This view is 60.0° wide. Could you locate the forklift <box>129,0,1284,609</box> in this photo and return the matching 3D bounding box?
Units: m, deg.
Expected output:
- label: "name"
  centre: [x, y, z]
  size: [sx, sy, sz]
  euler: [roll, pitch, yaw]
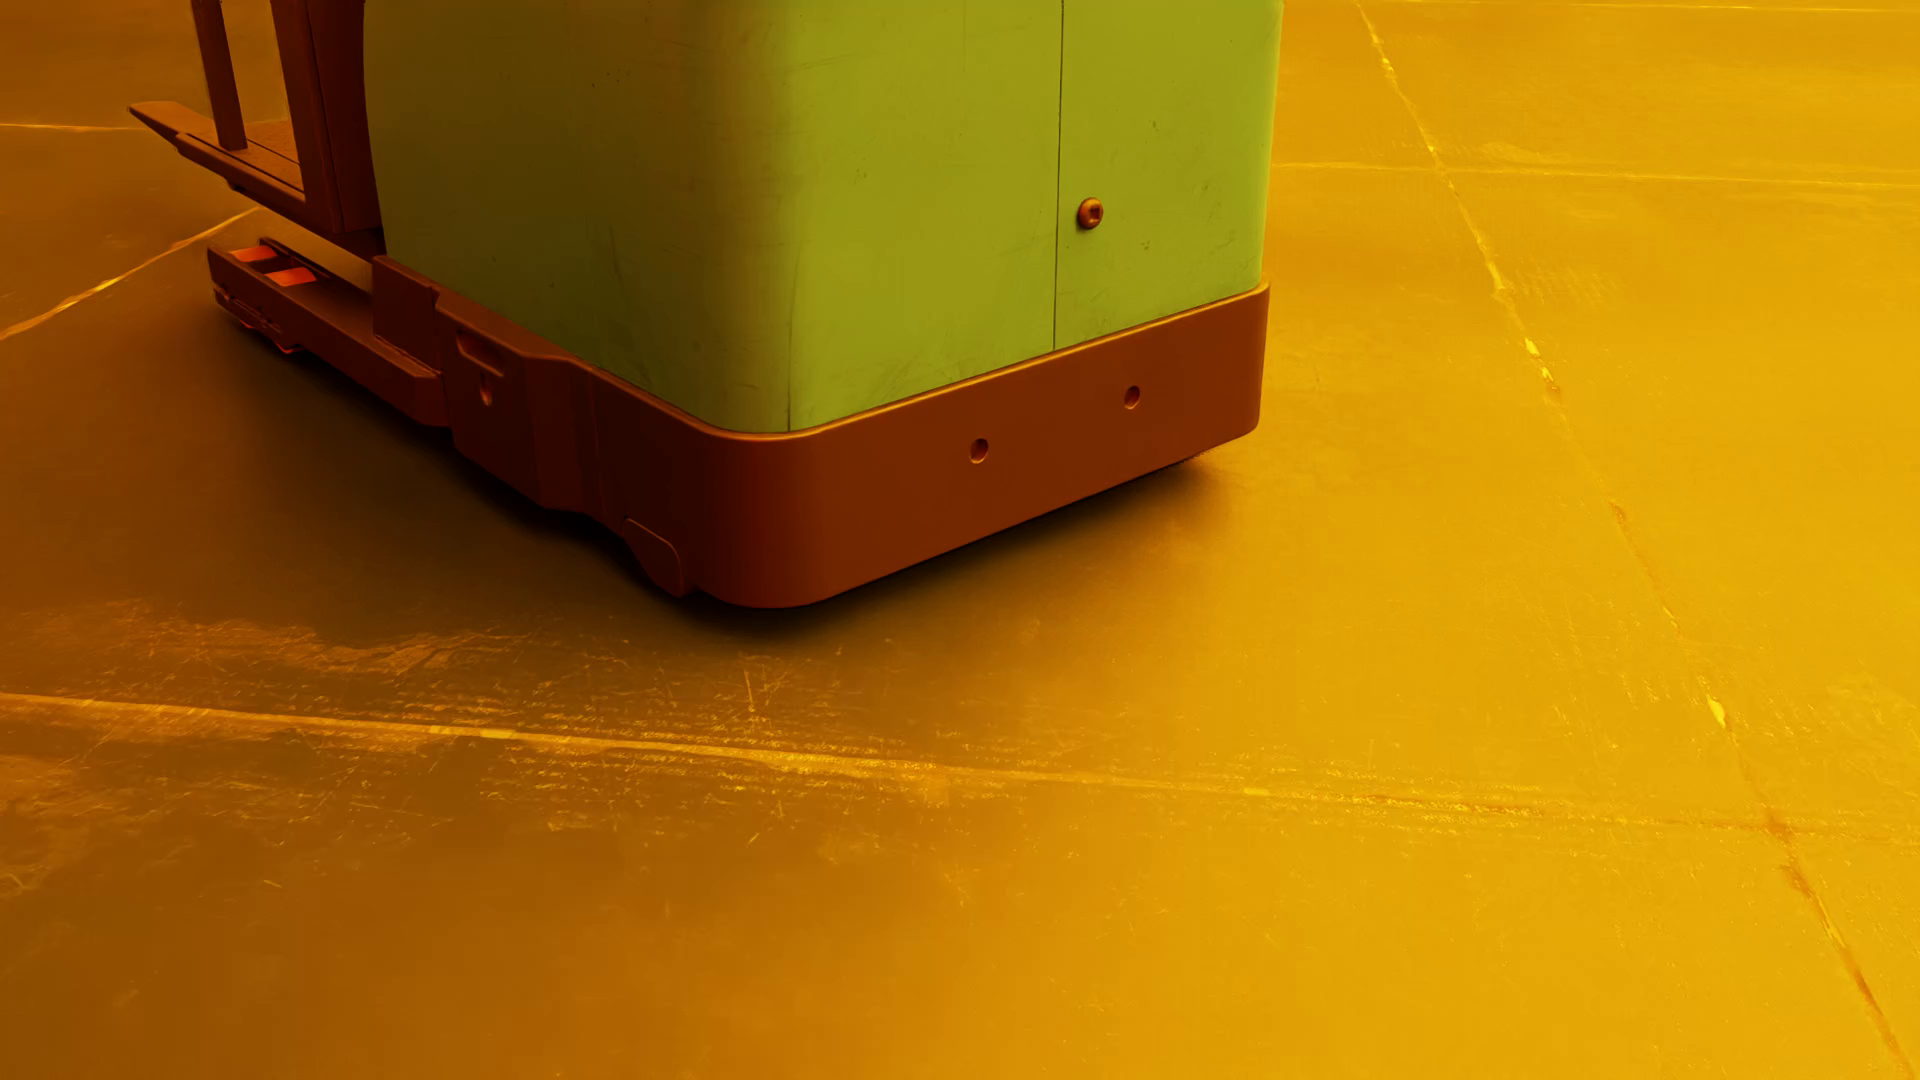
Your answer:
- label: "forklift"
  centre: [-0.854, -1.801, 2.828]
  size: [1.130, 2.935, 3.031]
  euler: [-21, 33, -36]
